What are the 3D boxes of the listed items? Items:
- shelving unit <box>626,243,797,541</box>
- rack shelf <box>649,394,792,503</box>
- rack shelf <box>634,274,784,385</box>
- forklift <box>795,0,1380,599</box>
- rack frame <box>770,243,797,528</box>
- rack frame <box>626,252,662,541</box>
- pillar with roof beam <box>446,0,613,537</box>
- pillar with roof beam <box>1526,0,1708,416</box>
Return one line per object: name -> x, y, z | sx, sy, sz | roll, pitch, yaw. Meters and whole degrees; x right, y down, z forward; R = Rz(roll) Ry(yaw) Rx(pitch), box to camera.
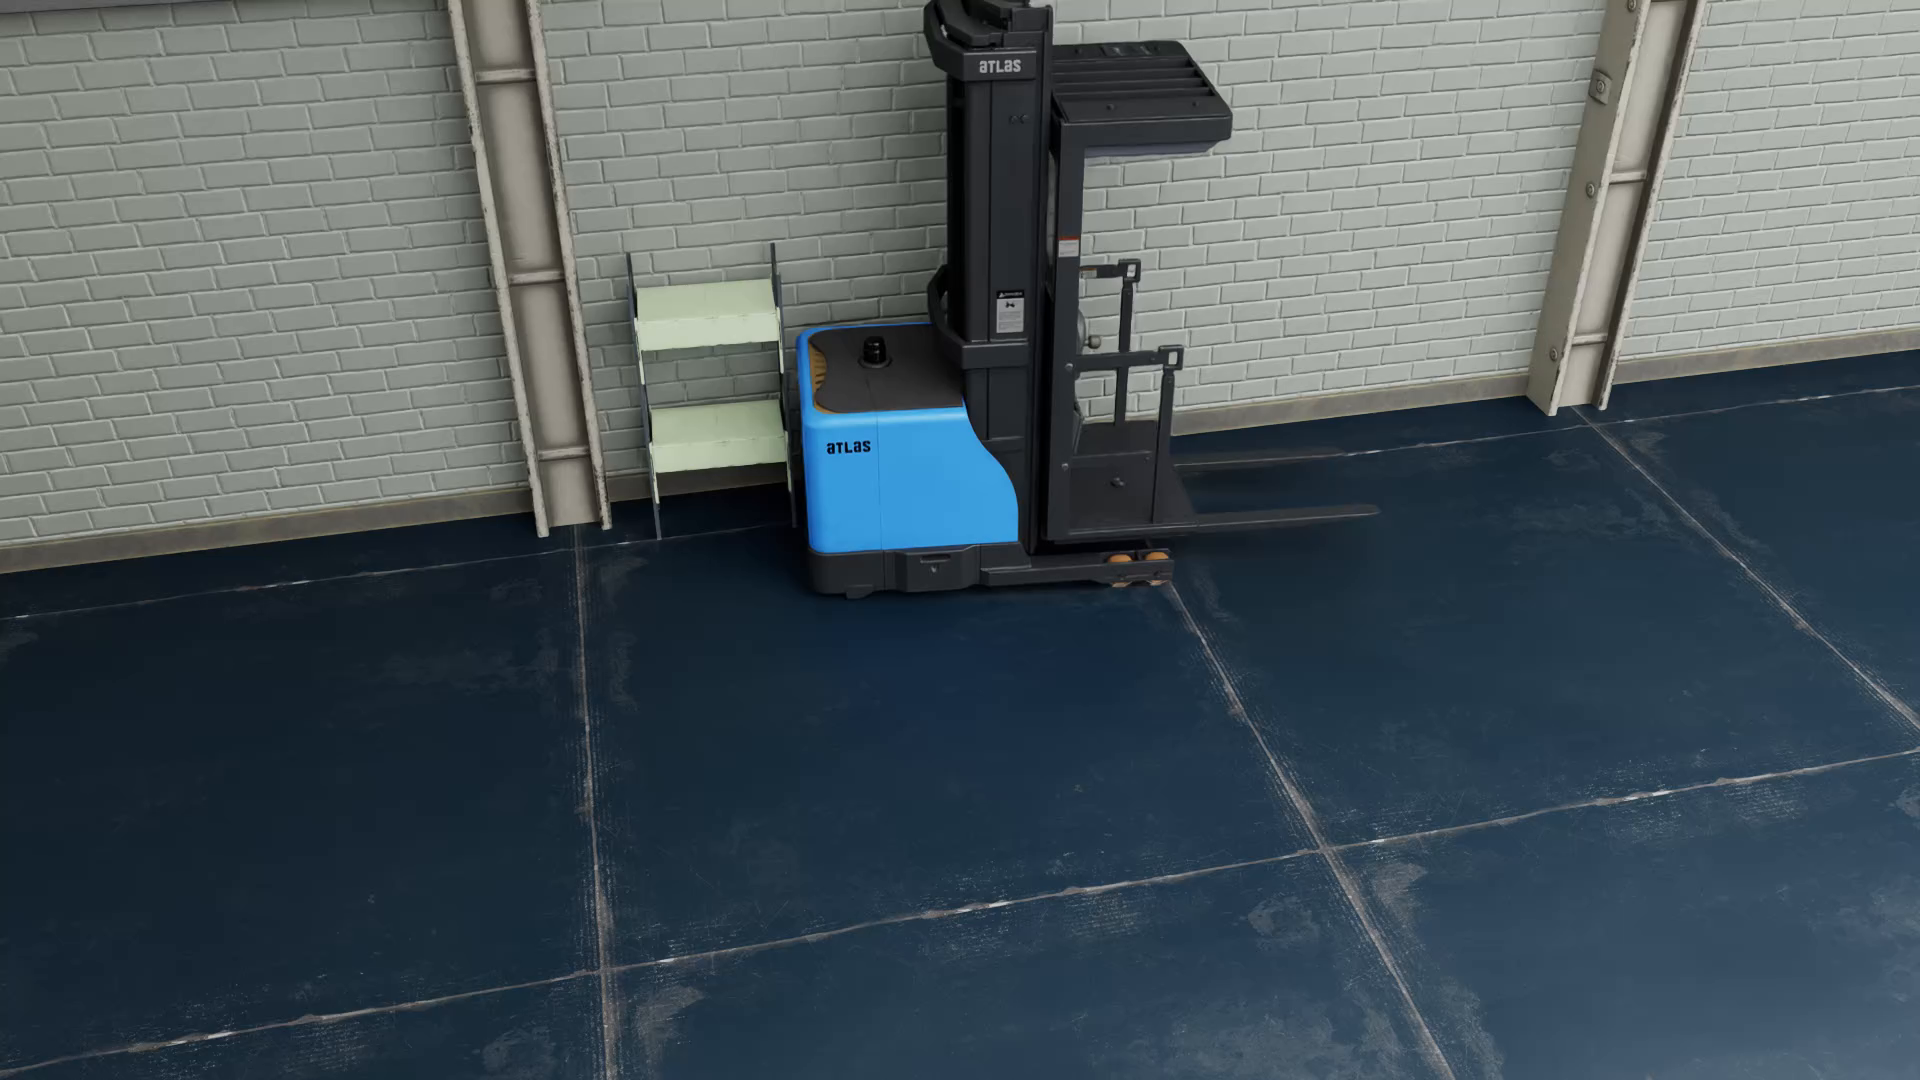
shelving unit -> -1.294, -0.764, 8.766 | 0.755, 1.500, 0.431 | -5, 34, -8
rack shelf -> -1.294, -0.494, 8.948 | 0.720, 0.370, 0.431 | -5, 34, -8
rack shelf -> -1.294, -1.089, 8.549 | 0.720, 0.370, 0.431 | -5, 34, -8
forklift -> 0.683, -1.265, 8.228 | 3.031, 2.935, 1.130 | -4, 34, -6
rack frame -> -0.933, -0.799, 8.818 | 0.023, 1.500, 0.400 | -5, 34, -8
rack frame -> -1.655, -0.730, 8.715 | 0.023, 1.500, 0.400 | -5, 34, -8
pillar with roof beam -> -1.174, -1.519, 3.162 | 0.400, 9.000, 9.100 | -7, 35, -11
pillar with roof beam -> 4.679, -2.257, 4.261 | 0.400, 9.000, 9.100 | -7, 35, -11
